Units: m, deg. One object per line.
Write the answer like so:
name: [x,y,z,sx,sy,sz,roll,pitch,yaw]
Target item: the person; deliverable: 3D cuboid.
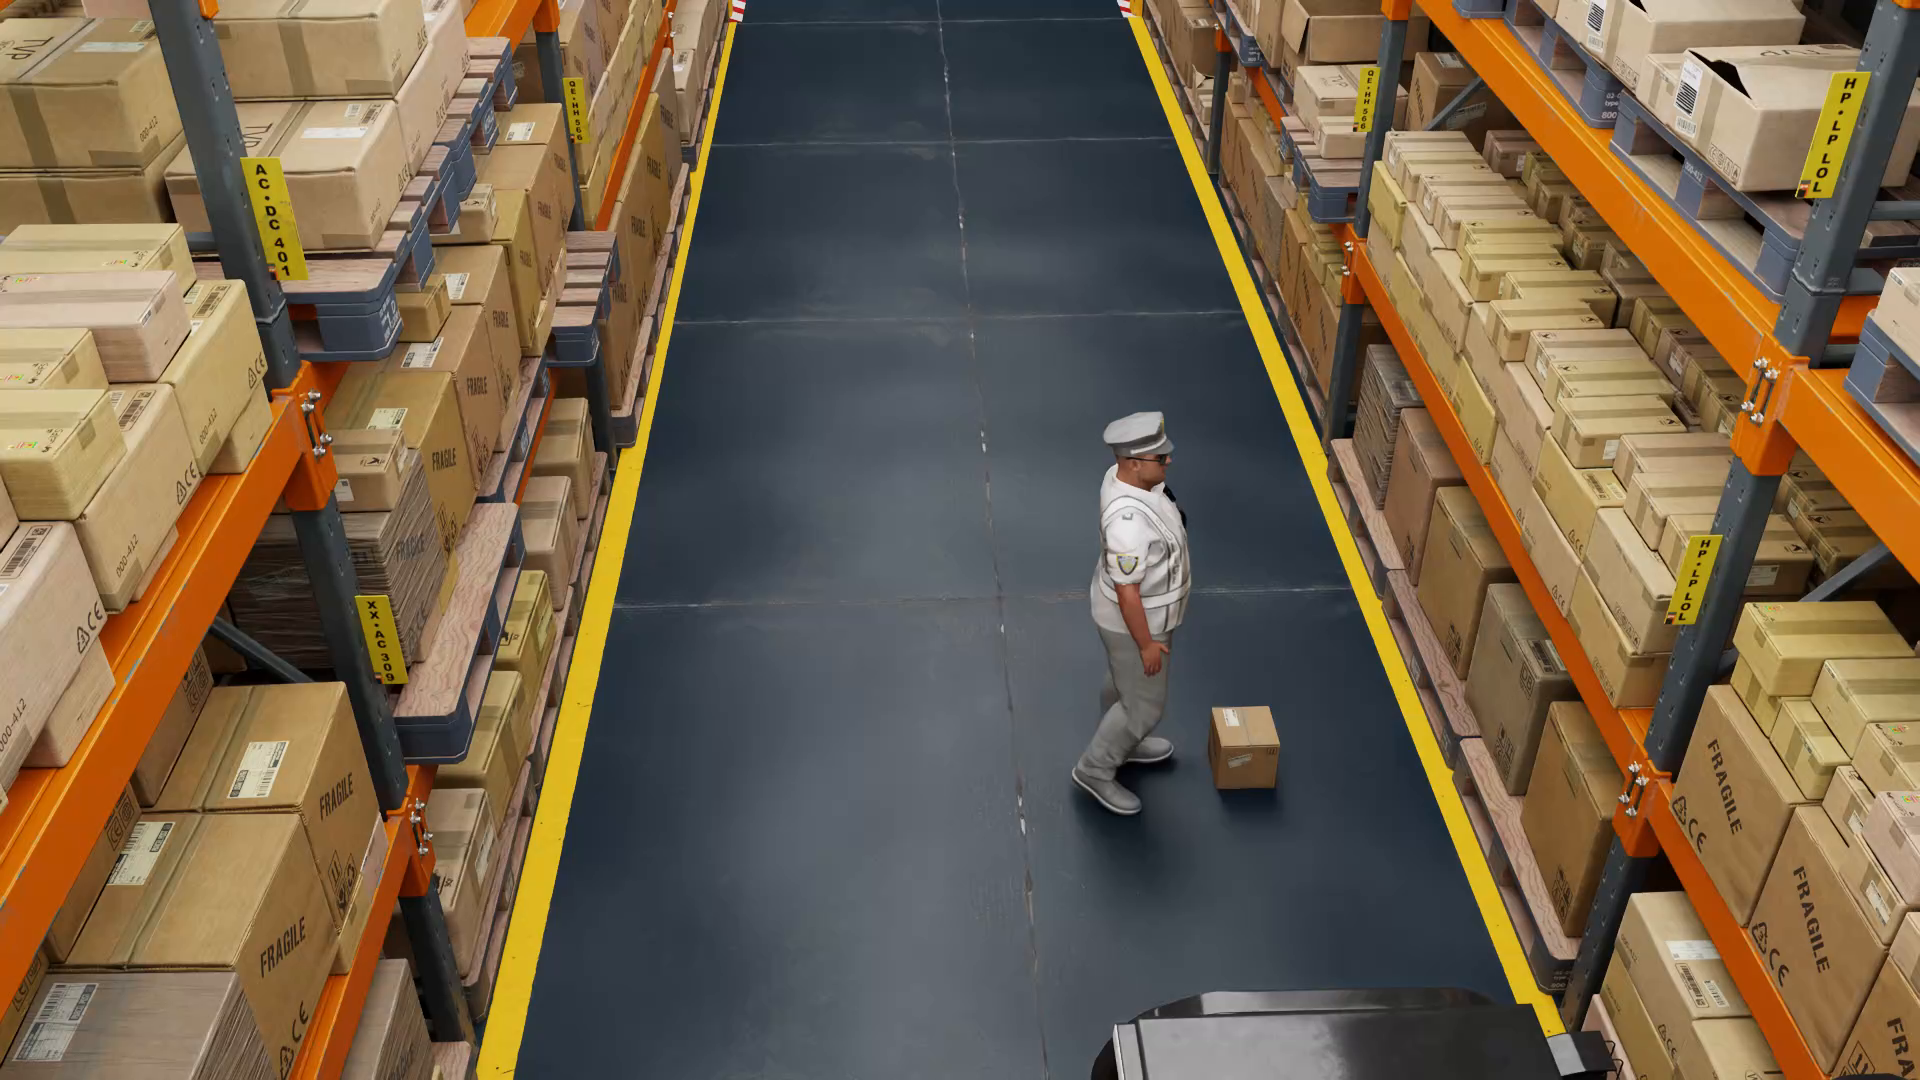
person: [0.718,0.289,6.715,0.394,1.791,0.564,-2,35,-2]
